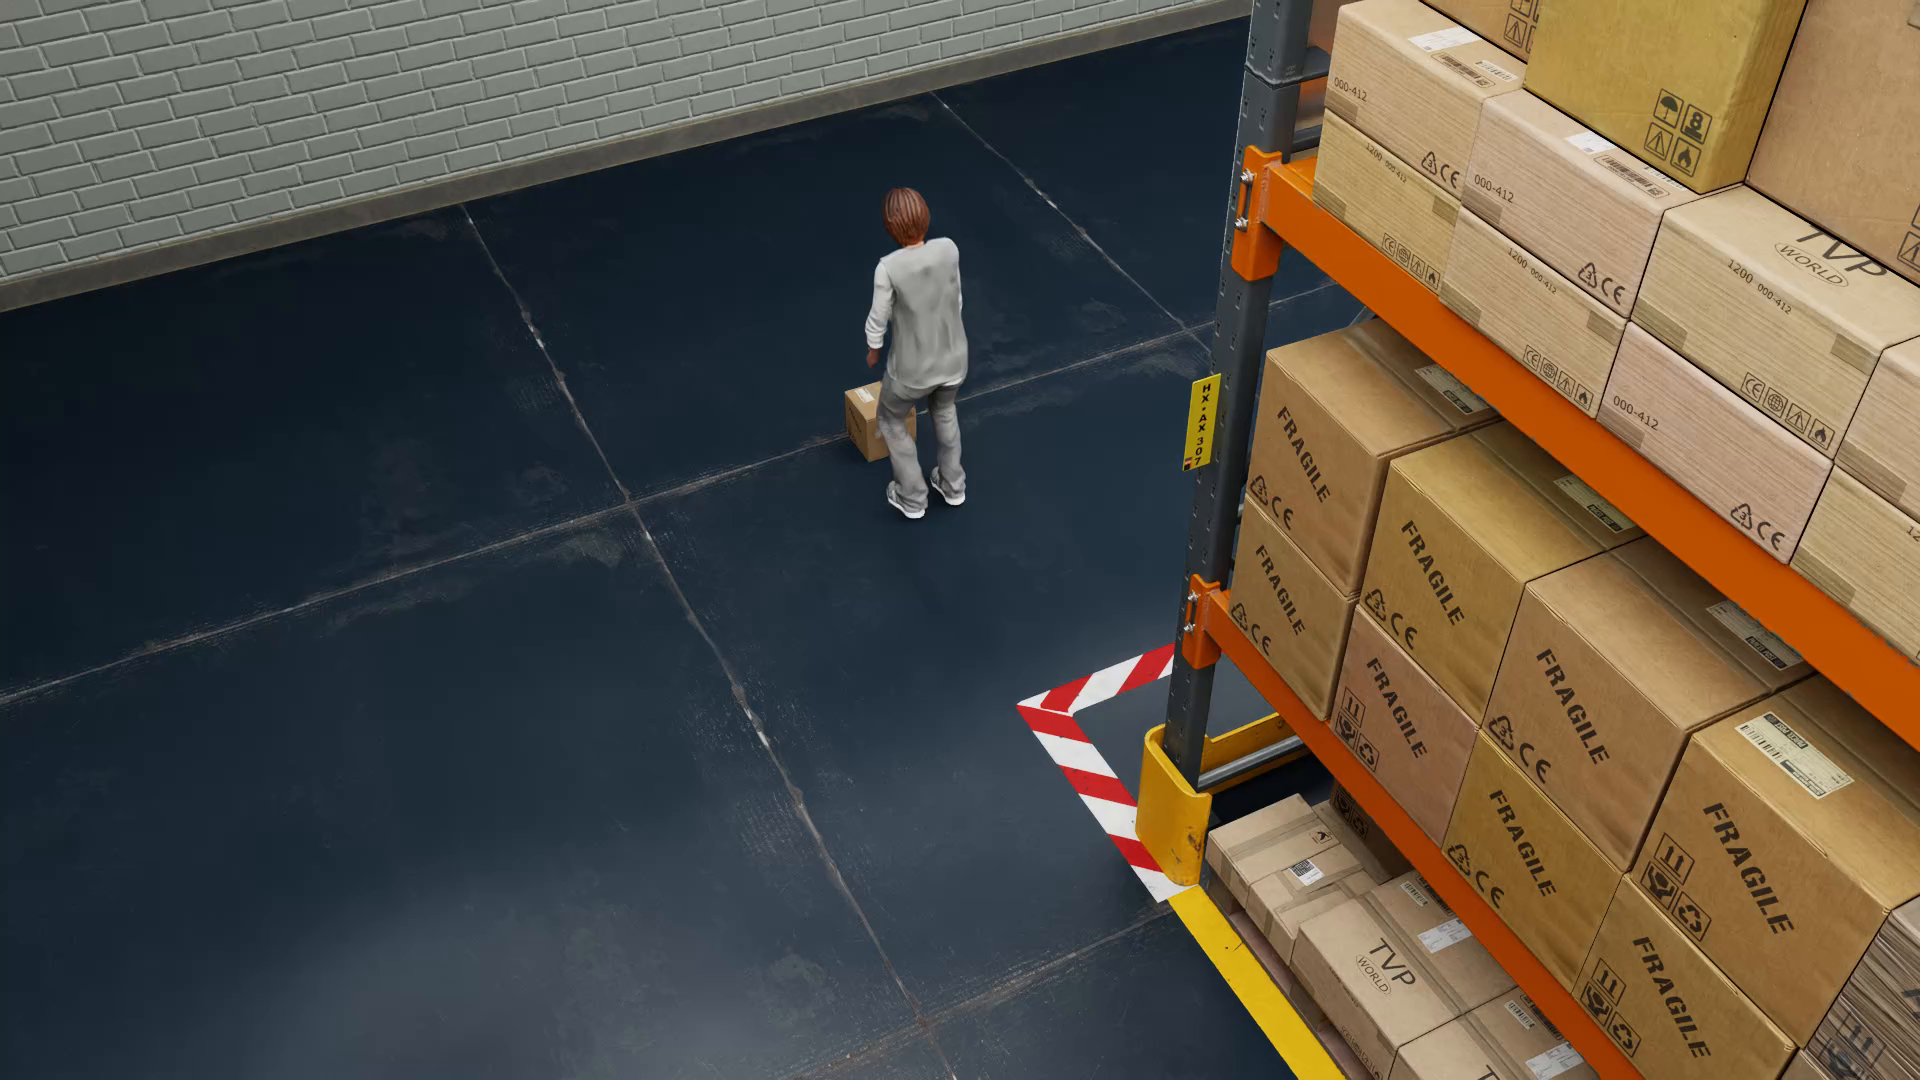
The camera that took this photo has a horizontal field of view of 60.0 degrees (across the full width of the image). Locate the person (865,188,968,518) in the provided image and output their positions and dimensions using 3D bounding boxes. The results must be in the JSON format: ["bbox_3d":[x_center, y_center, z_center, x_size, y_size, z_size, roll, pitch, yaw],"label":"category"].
[{"bbox_3d":[-0.182,-0.750,7.068,0.433,1.523,0.418,-18,45,-19],"label":"person"}]
